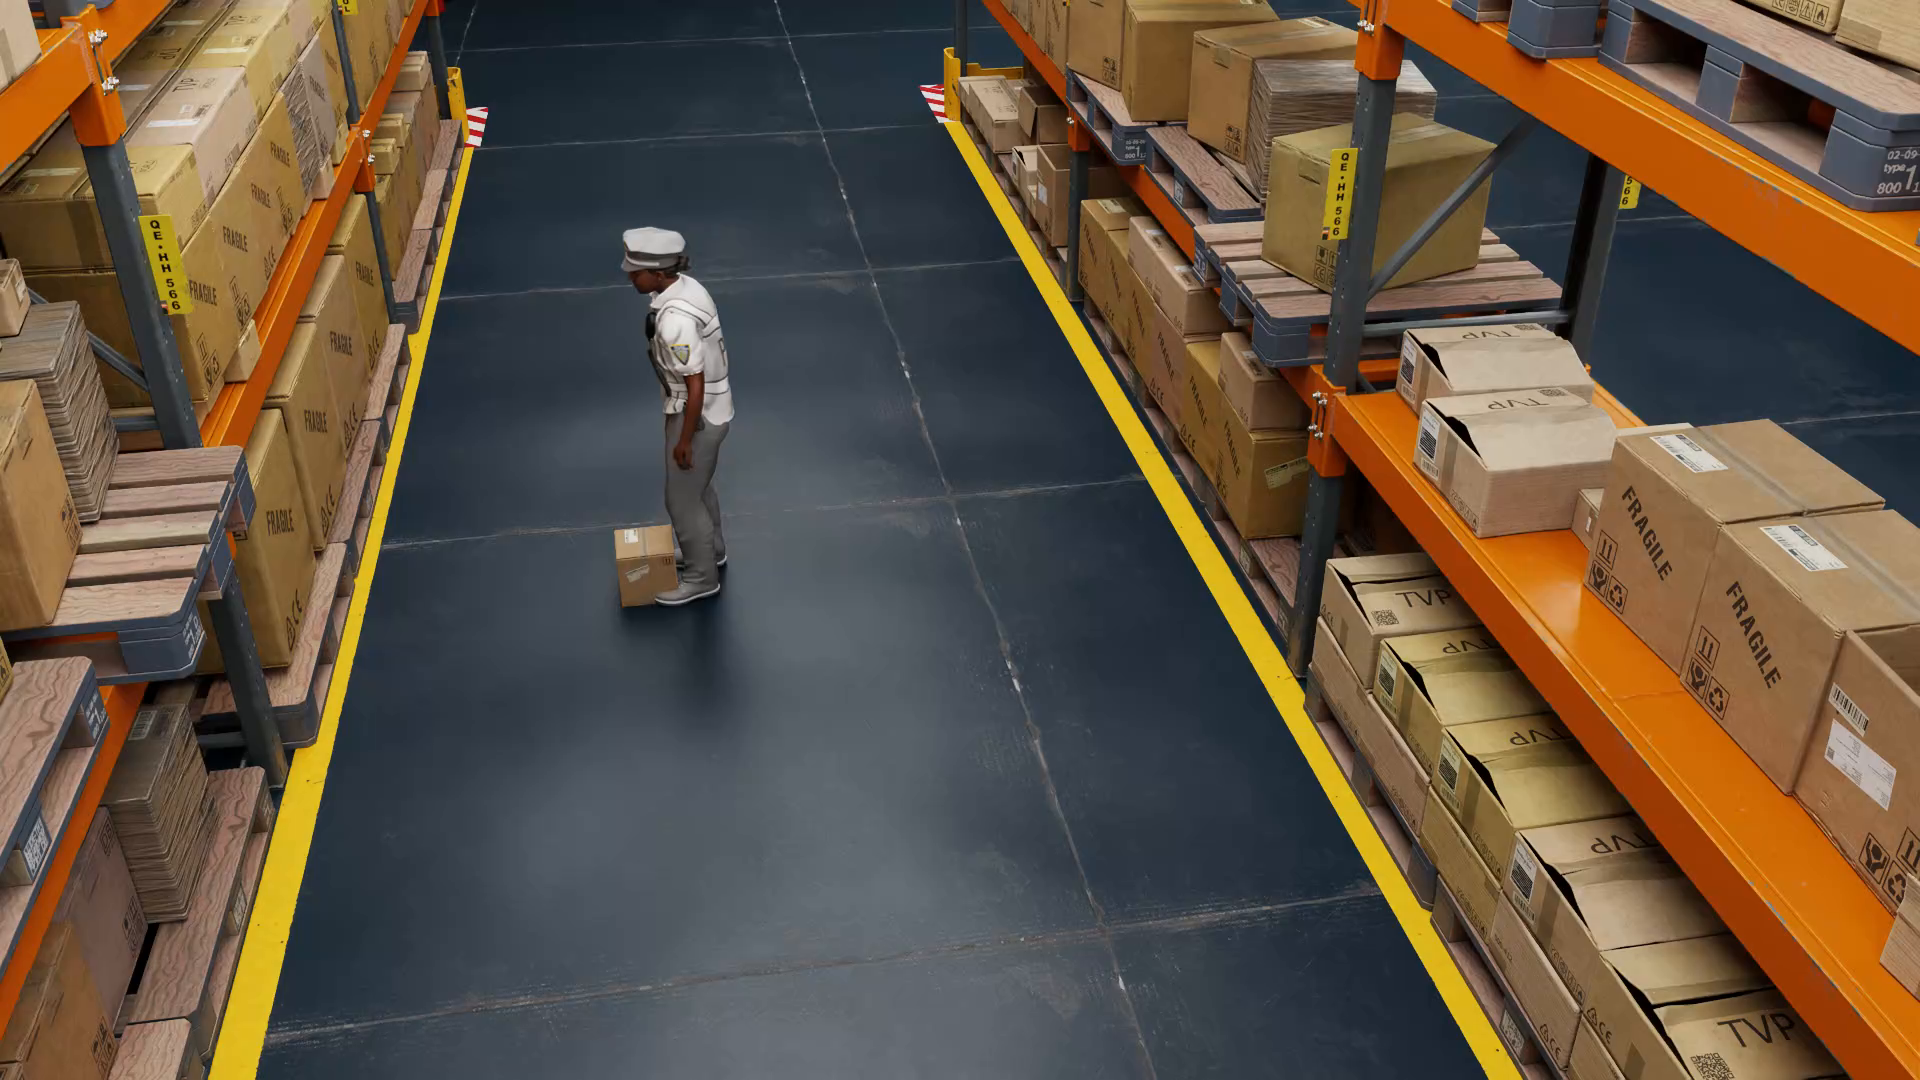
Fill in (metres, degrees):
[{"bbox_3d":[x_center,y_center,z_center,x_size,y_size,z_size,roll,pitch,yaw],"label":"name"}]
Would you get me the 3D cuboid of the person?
[{"bbox_3d":[-1.161,-0.516,6.999,0.416,1.657,0.513,-6,31,-9],"label":"person"}]
